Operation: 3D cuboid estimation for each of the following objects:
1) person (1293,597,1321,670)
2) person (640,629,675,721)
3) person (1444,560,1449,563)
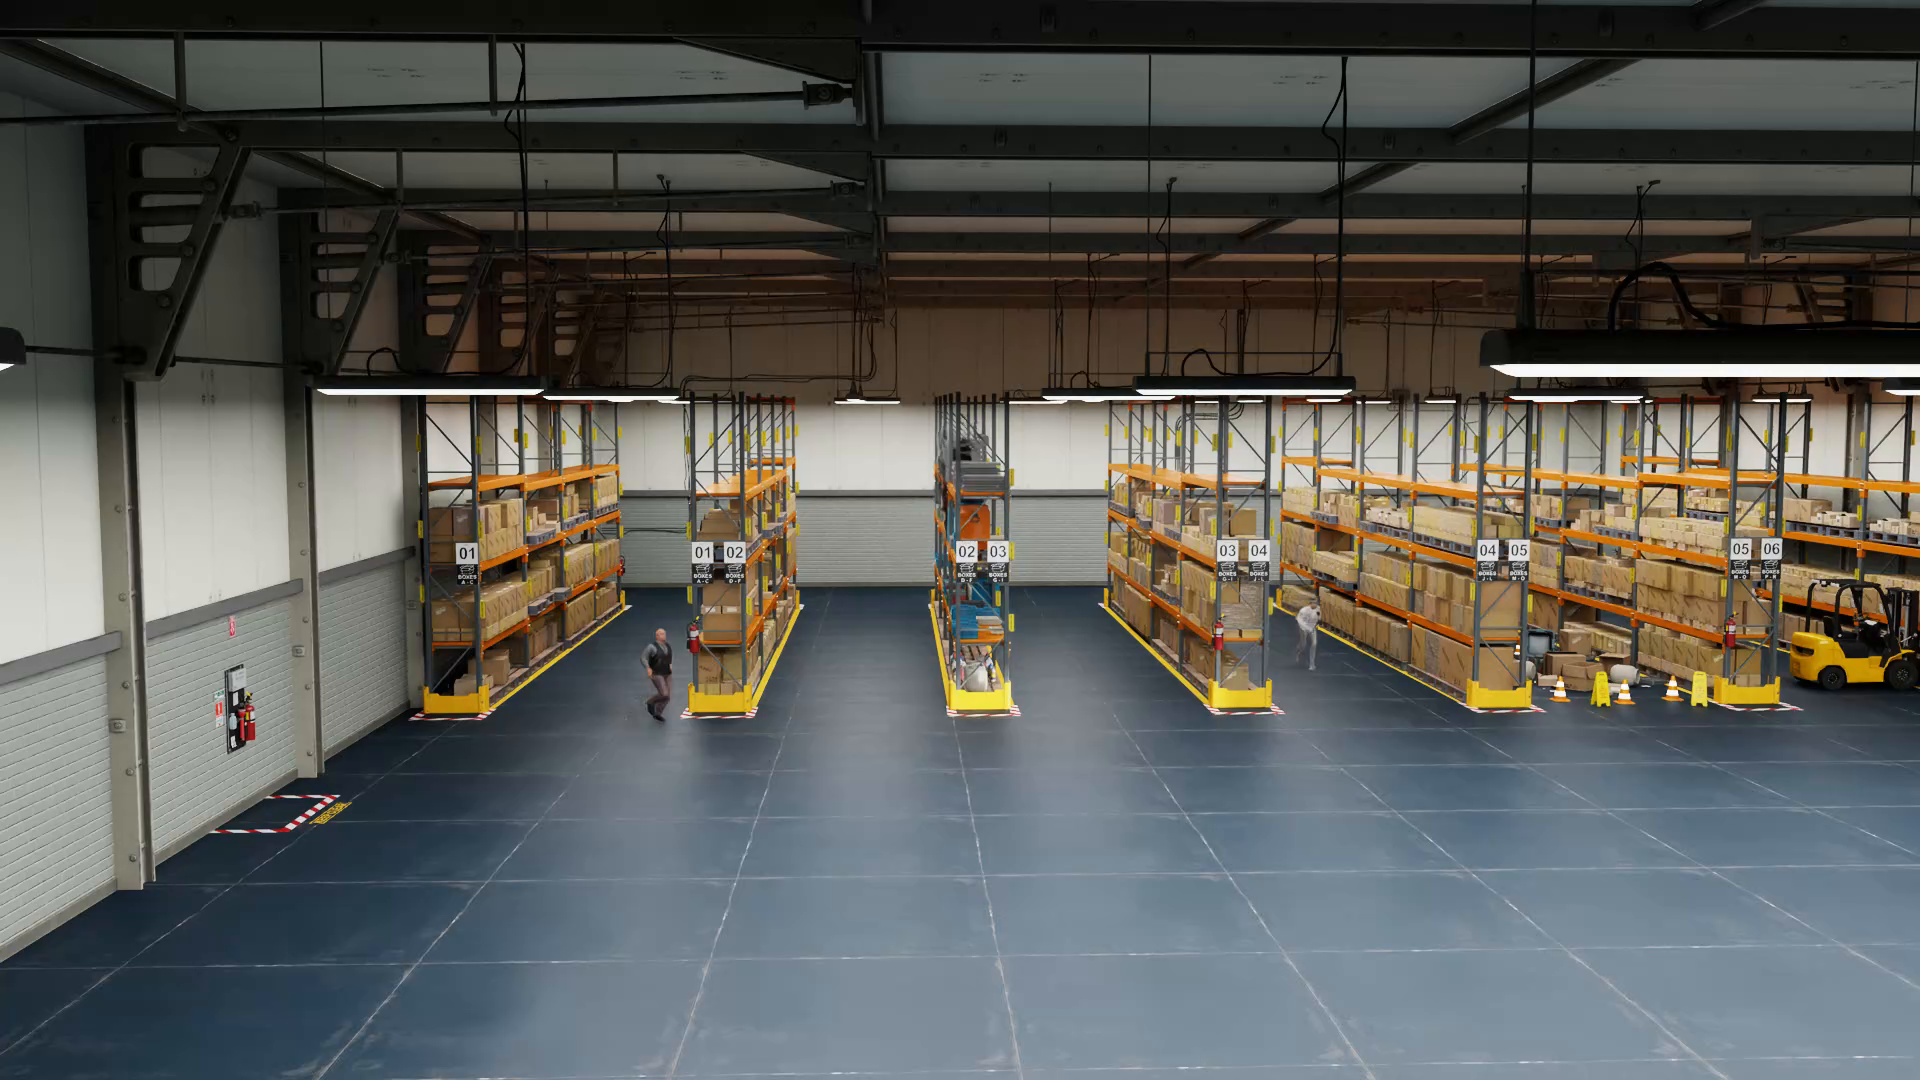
[{"bbox_3d":[7.615,2.018,36.605,0.654,1.627,0.978,-2,5,-20],"label":"person"},{"bbox_3d":[-5.442,2.462,30.352,0.533,1.668,0.662,3,6,37],"label":"person"},{"bbox_3d":[14.534,0.949,49.471,0.545,1.622,0.576,-1,5,-15],"label":"person"}]
